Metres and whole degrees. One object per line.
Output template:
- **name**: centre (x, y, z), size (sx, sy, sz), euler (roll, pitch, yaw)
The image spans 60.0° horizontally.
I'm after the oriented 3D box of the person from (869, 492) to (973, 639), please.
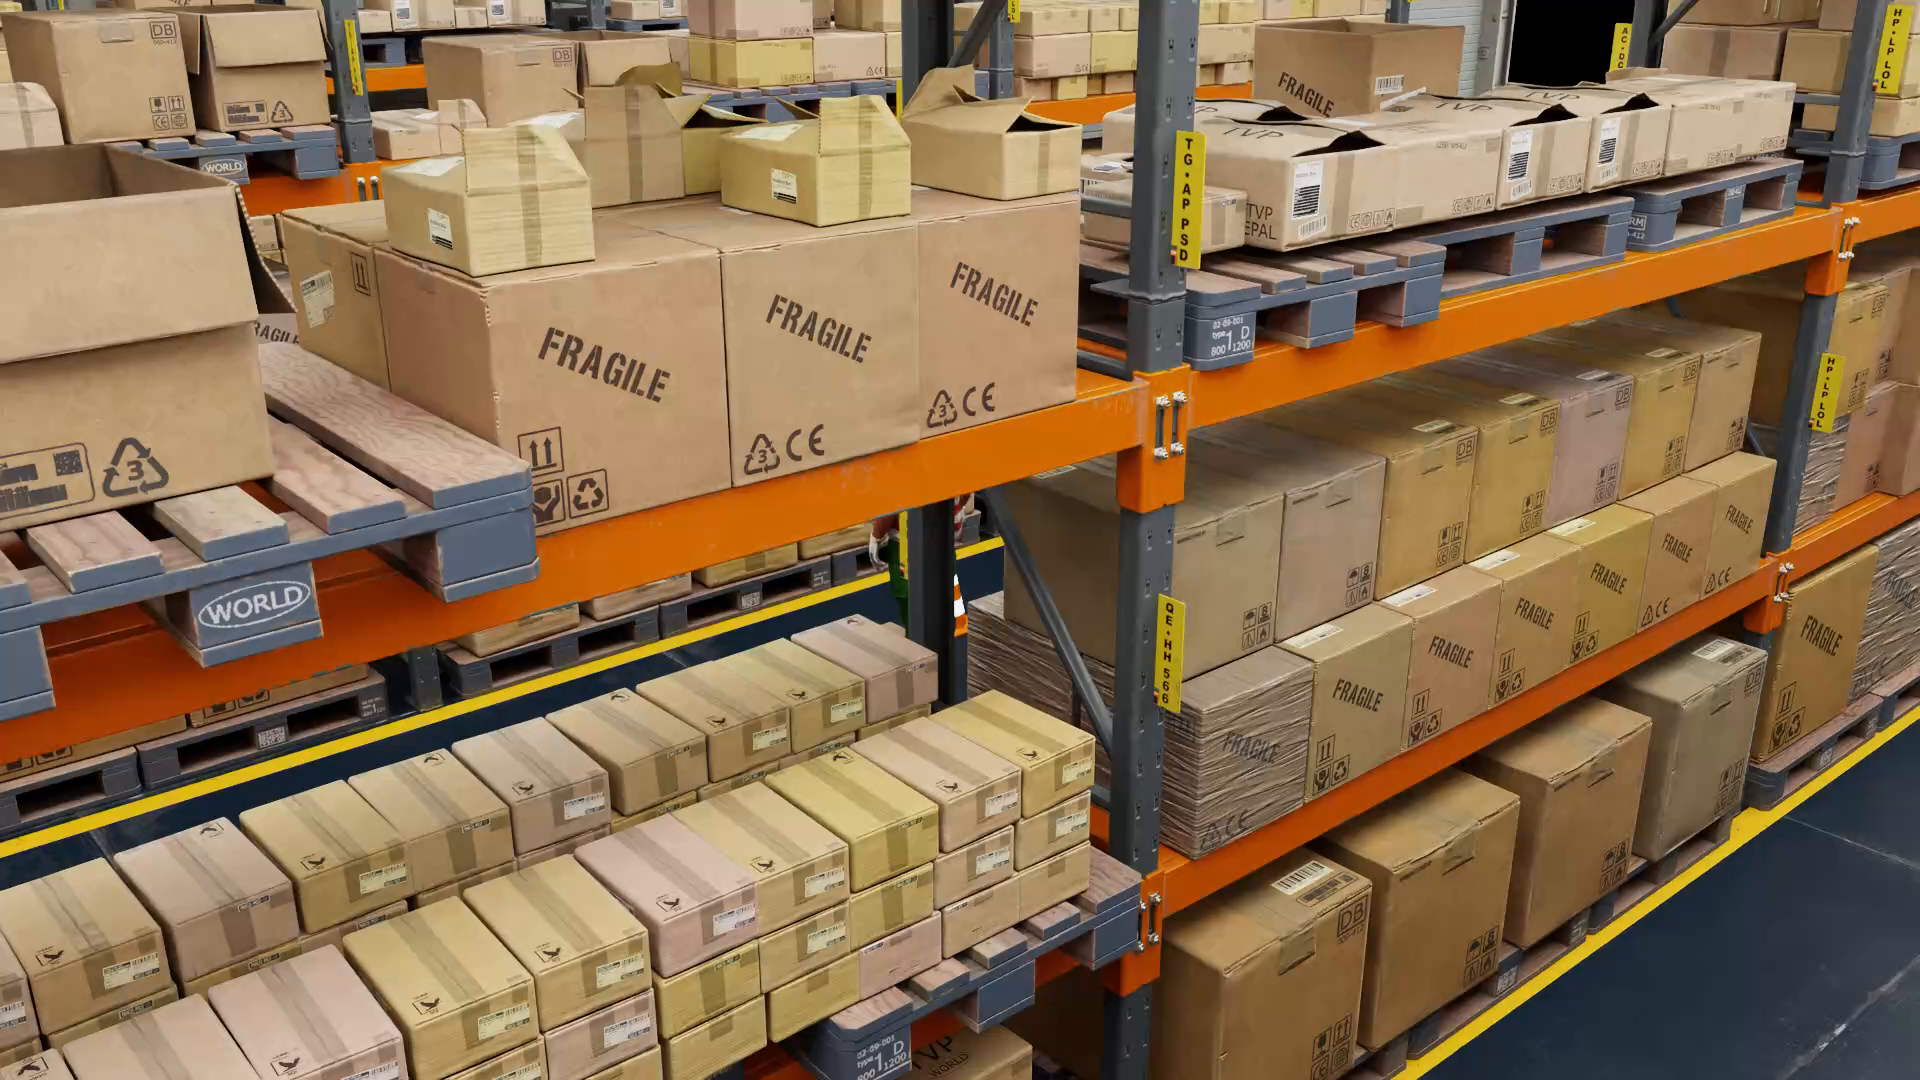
- **person**: centre (-0.240, -0.056, 8.666), size (0.638, 1.789, 0.564), euler (-17, 27, -37)
